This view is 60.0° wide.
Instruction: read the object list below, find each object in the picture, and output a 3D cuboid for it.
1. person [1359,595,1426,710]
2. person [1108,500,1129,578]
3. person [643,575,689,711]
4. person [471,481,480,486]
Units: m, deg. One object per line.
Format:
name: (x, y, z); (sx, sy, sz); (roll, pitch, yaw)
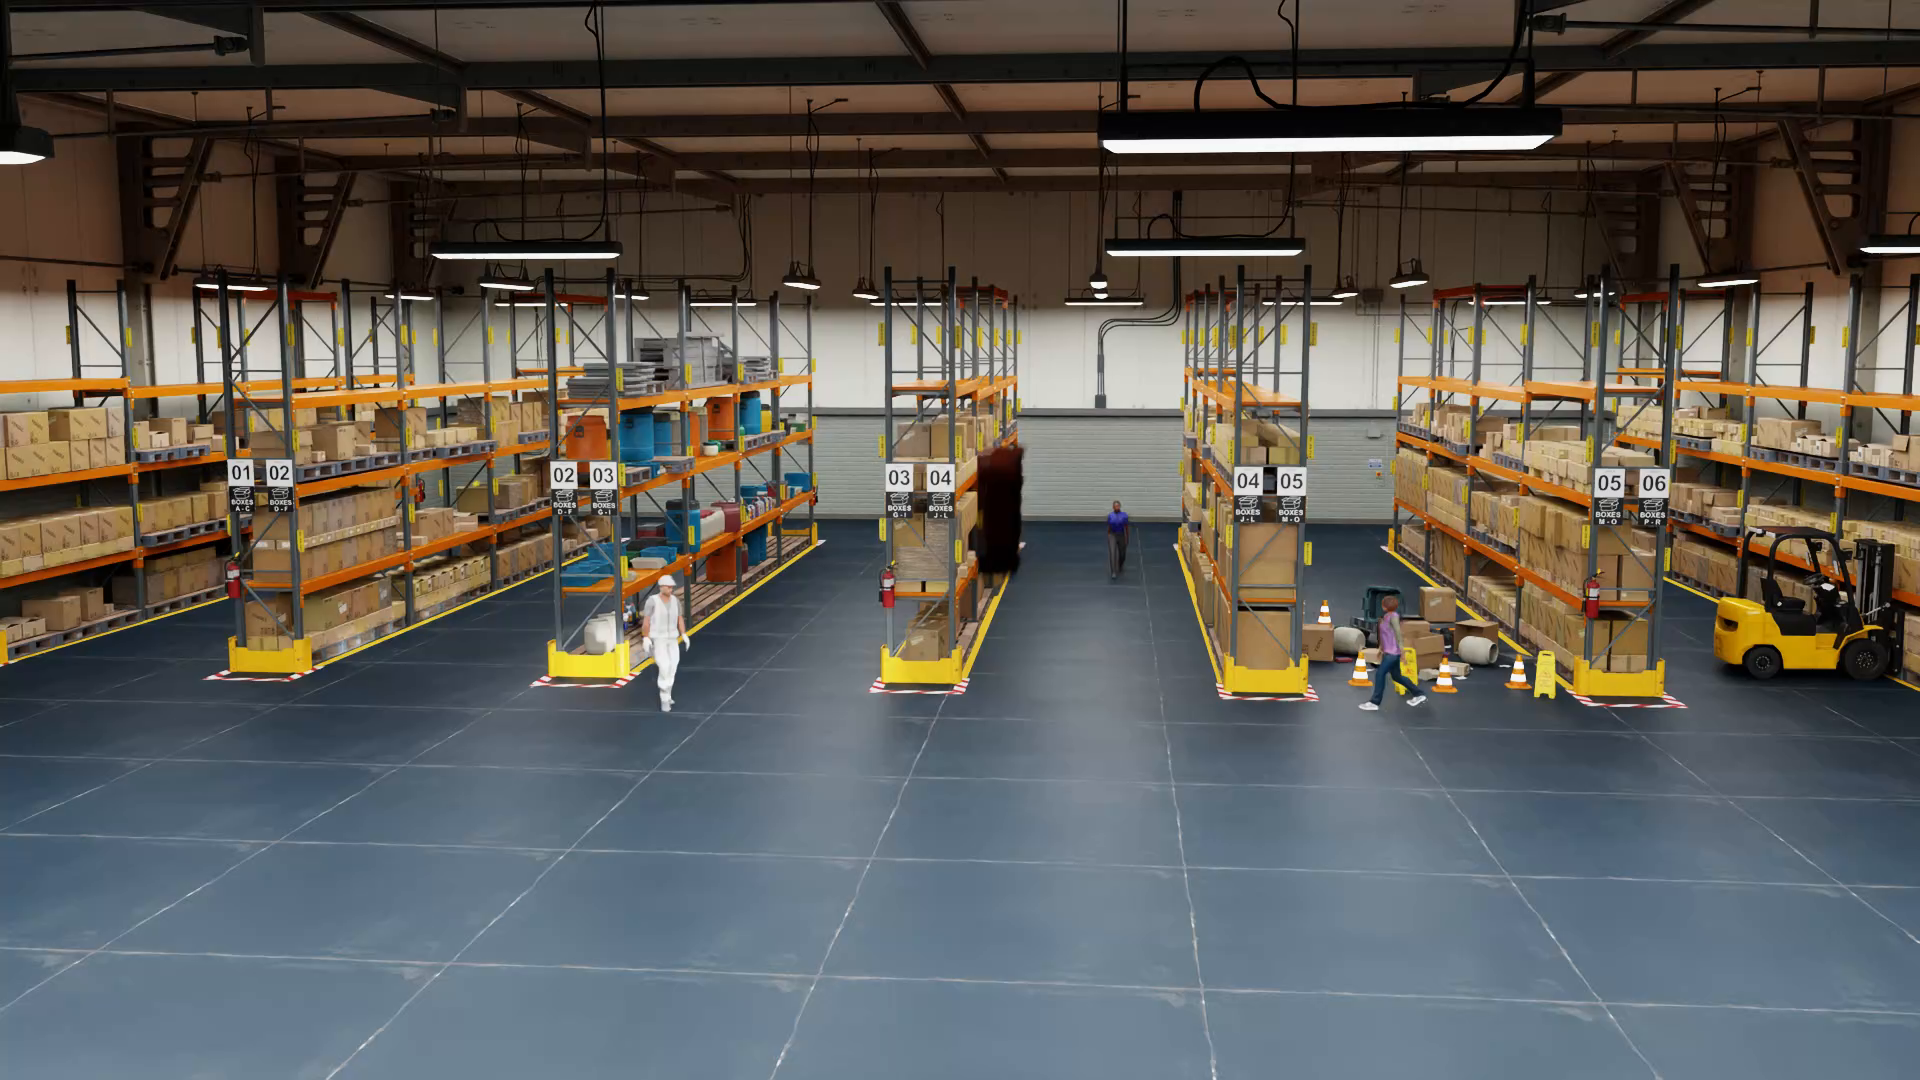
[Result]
person: (5.832, 1.511, 22.357); (0.914, 1.546, 0.484); (0, 7, 2)
person: (3.322, -0.042, 34.893); (0.448, 1.602, 0.863); (0, 7, 3)
person: (-3.979, 1.402, 22.587); (0.570, 1.846, 0.509); (-6, 9, -39)
person: (-11.108, -0.500, 38.215); (0.689, 1.708, 1.085); (1, 7, 8)
